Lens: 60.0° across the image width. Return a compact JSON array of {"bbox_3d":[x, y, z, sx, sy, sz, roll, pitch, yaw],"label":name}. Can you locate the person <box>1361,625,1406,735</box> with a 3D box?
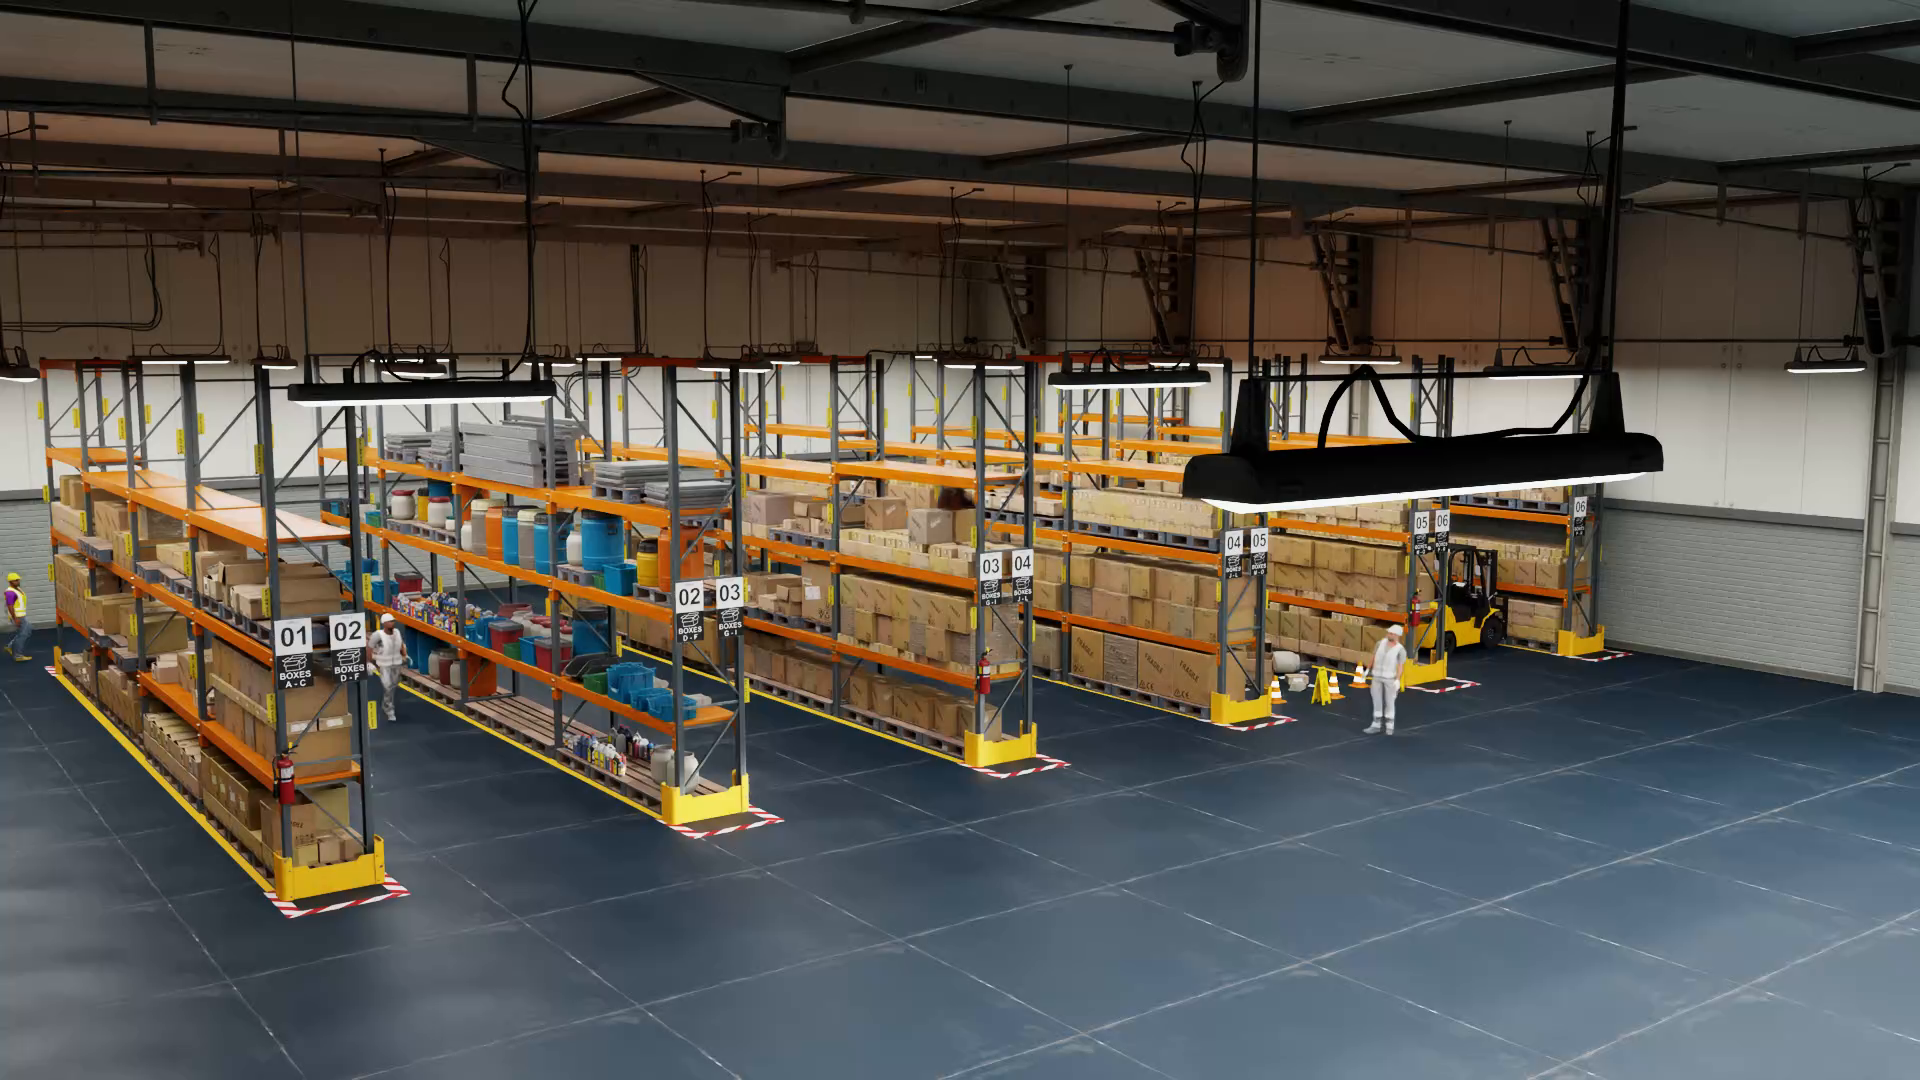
[{"bbox_3d":[6.804,2.240,26.768,0.686,1.781,0.446,4,8,30],"label":"person"}]

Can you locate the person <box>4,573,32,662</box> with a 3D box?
[{"bbox_3d":[-18.571,1.512,32.759,0.498,1.754,0.593,-5,8,-33],"label":"person"}]

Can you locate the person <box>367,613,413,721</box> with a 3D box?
[{"bbox_3d":[-9.627,2.141,28.020,0.672,1.828,0.852,-5,9,-38],"label":"person"}]
